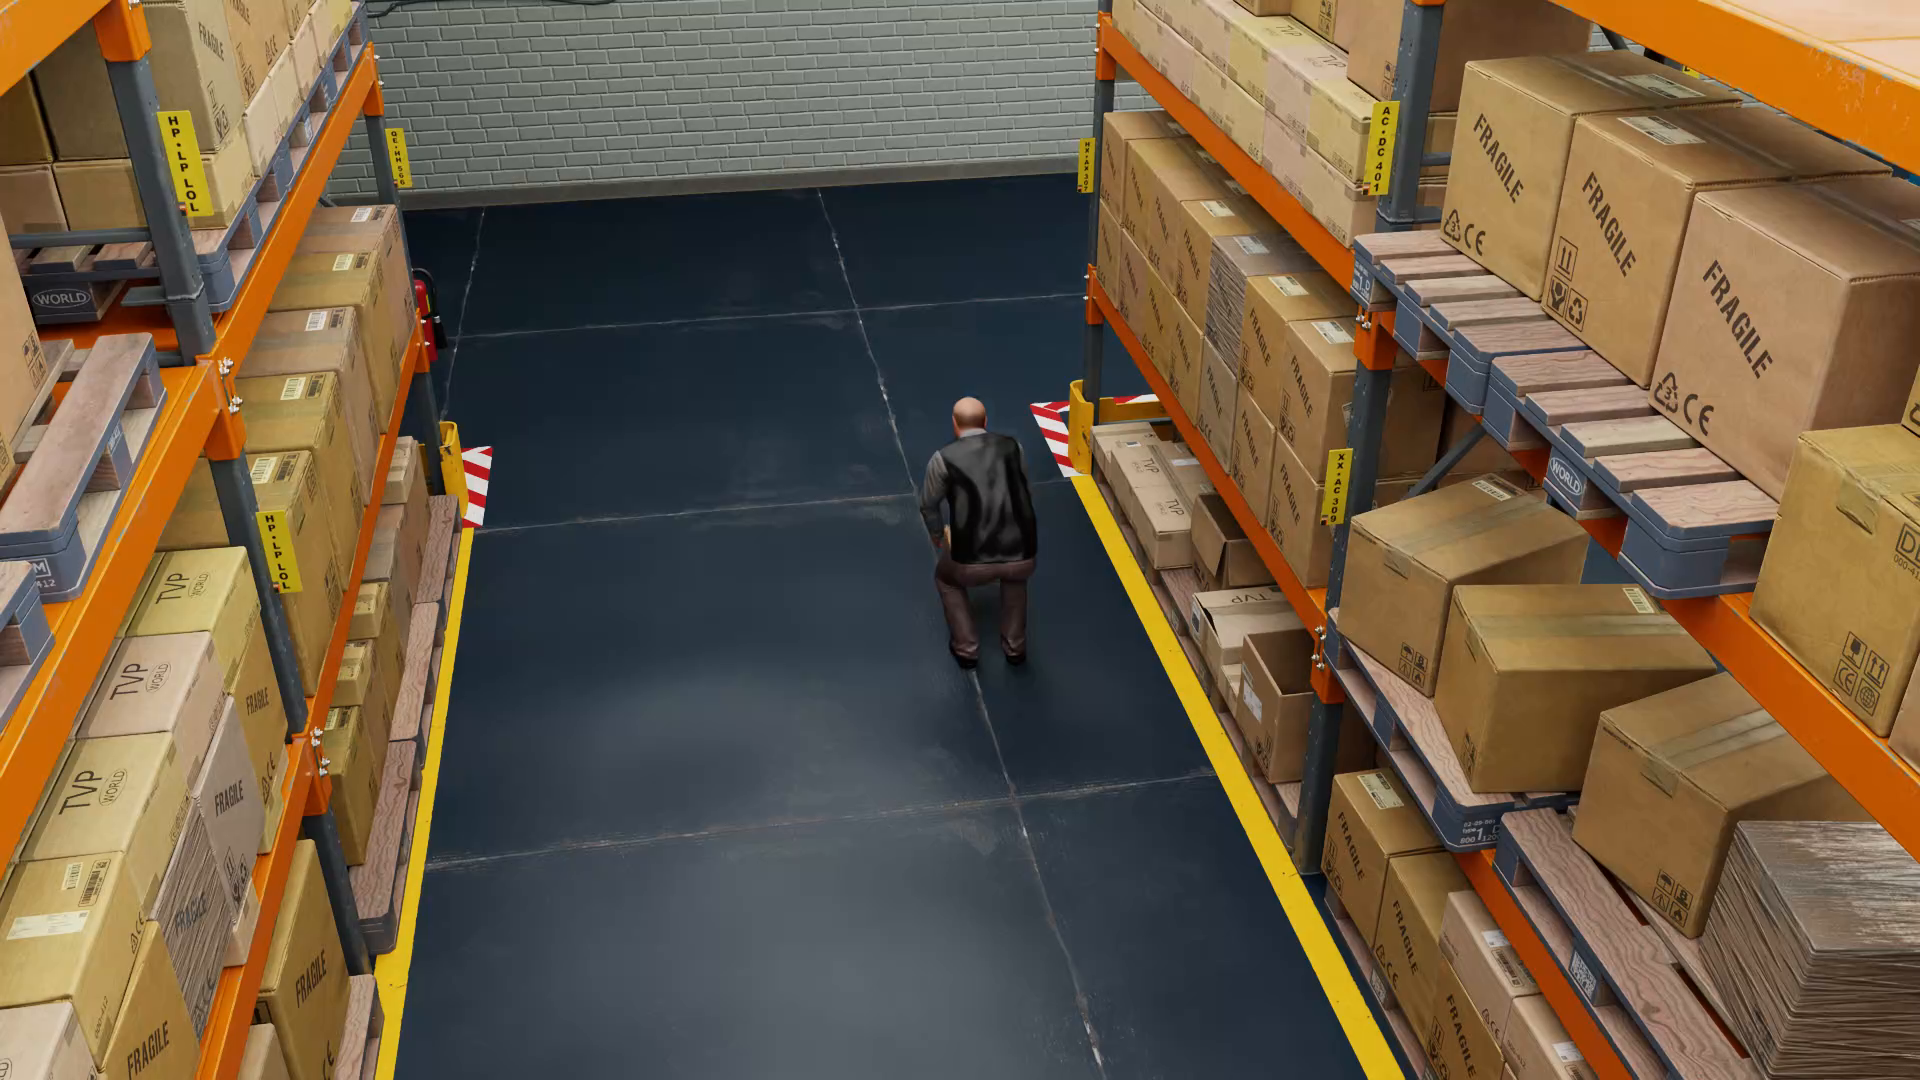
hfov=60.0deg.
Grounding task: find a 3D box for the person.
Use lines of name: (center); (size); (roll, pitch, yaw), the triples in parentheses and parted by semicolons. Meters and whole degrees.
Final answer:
person: (0.098, -0.007, 8.548); (0.591, 1.348, 0.720); (-5, 31, -9)
